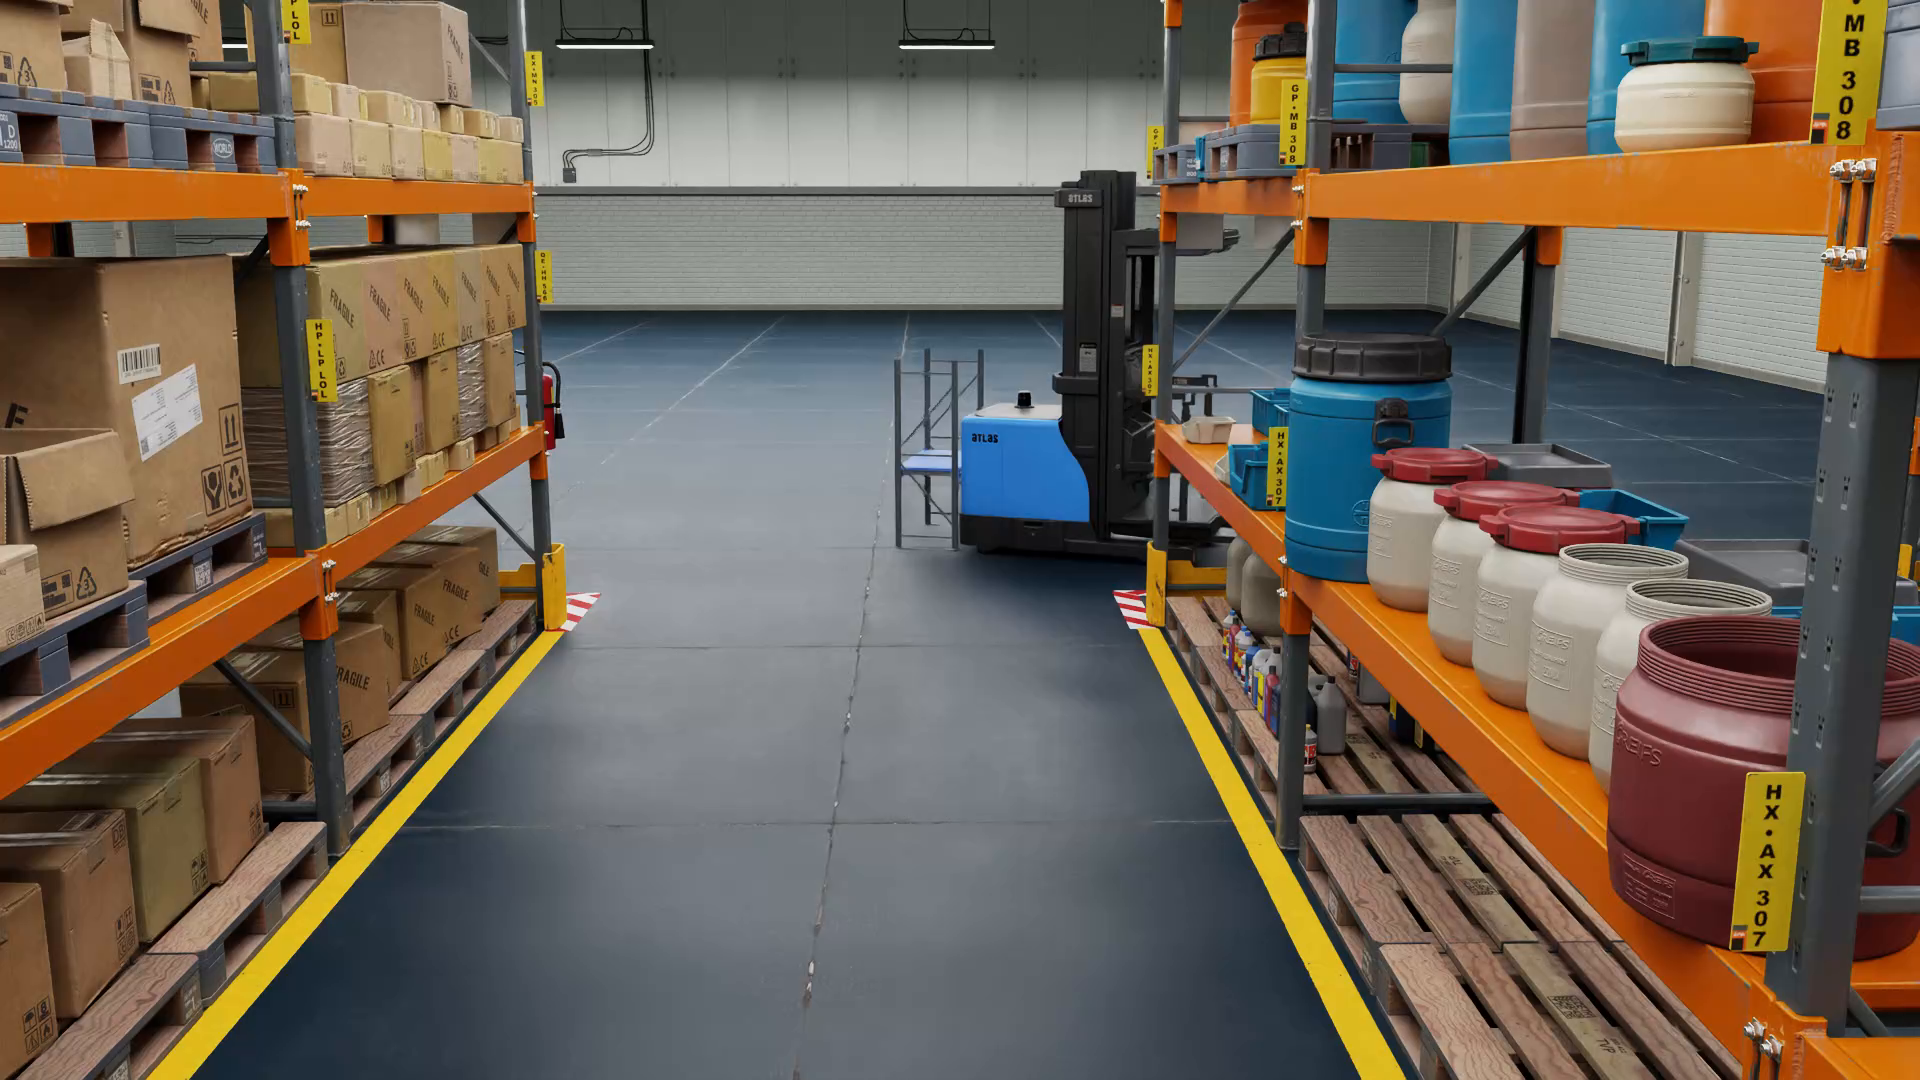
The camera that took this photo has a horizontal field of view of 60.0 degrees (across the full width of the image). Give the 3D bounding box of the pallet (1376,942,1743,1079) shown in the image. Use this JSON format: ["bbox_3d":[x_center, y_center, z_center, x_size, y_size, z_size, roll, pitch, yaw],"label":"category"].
[{"bbox_3d":[1.941,1.603,5.128,1.003,0.211,1.213,0,11,-1],"label":"pallet"}]

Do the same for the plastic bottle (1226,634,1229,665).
[{"bbox_3d":[1.503,0.580,9.088,0.097,0.201,0.097,0,11,0],"label":"plastic bottle"}]

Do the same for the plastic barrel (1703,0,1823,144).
[{"bbox_3d":[2.127,-1.343,4.008,0.600,0.830,0.708,0,11,-1],"label":"plastic barrel"}]

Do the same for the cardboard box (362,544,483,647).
[{"bbox_3d":[-3.134,0.324,9.647,0.500,0.500,0.500,3,12,14],"label":"cardboard box"}]

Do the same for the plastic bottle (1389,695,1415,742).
[{"bbox_3d":[2.112,0.758,7.834,0.144,0.351,0.185,0,11,-1],"label":"plastic bottle"}]

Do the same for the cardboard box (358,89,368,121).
[{"bbox_3d":[-2.899,-1.956,7.485,0.380,0.149,0.250,0,11,1],"label":"cardboard box"}]

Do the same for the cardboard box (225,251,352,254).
[{"bbox_3d":[-3.407,-1.214,8.484,0.500,0.500,0.500,0,11,-1],"label":"cardboard box"}]

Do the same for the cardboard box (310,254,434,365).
[{"bbox_3d":[-2.871,-1.117,8.005,0.500,0.500,0.500,0,11,-1],"label":"cardboard box"}]

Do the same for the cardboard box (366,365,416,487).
[{"bbox_3d":[-3.017,-0.527,7.611,0.875,0.500,0.500,0,11,-1],"label":"cardboard box"}]

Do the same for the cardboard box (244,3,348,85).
[{"bbox_3d":[-3.416,-2.551,8.789,0.500,0.500,0.500,0,11,-1],"label":"cardboard box"}]

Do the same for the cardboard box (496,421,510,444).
[{"bbox_3d":[-2.903,-0.660,9.898,0.380,0.149,0.250,0,11,-1],"label":"cardboard box"}]

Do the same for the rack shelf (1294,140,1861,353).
[{"bbox_3d":[1.899,-0.883,4.632,1.077,0.370,4.000,0,11,-1],"label":"rack shelf"}]

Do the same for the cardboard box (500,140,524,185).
[{"bbox_3d":[-2.913,-2.239,9.886,0.500,0.250,0.500,0,11,0],"label":"cardboard box"}]

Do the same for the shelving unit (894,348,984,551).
[{"bbox_3d":[-0.158,-0.759,13.528,0.538,1.500,1.048,2,12,12],"label":"shelving unit"}]

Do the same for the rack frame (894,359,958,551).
[{"bbox_3d":[-0.264,-0.660,13.041,0.500,1.500,0.032,2,12,12],"label":"rack frame"}]

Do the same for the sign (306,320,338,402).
[{"bbox_3d":[-2.539,-0.713,6.617,0.100,0.325,0.005,0,11,-1],"label":"sign"}]

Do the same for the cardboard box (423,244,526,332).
[{"bbox_3d":[-2.918,-1.514,9.964,0.500,0.500,0.500,0,11,-1],"label":"cardboard box"}]

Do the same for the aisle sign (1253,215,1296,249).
[{"bbox_3d":[2.070,-2.248,10.555,0.394,0.787,0.004,0,11,-1],"label":"aisle sign"}]

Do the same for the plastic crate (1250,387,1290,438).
[{"bbox_3d":[2.084,-0.787,10.268,0.499,0.251,0.616,0,11,-1],"label":"plastic crate"}]

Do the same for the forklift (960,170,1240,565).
[{"bbox_3d":[1.572,-1.338,12.784,3.031,2.935,1.130,4,12,18],"label":"forklift"}]

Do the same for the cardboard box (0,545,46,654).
[{"bbox_3d":[-2.816,0.186,4.418,0.500,0.250,0.500,-1,11,-3],"label":"cardboard box"}]

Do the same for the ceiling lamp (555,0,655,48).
[{"bbox_3d":[-7.337,-11.780,34.309,2.000,3.185,0.800,0,11,-1],"label":"ceiling lamp"}]

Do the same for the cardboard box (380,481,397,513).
[{"bbox_3d":[-2.838,-0.212,7.694,0.380,0.149,0.250,0,11,-1],"label":"cardboard box"}]

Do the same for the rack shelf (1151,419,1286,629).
[{"bbox_3d":[1.816,-0.208,8.849,1.077,0.370,4.000,0,11,-1],"label":"rack shelf"}]

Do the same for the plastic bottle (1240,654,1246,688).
[{"bbox_3d":[1.512,0.667,8.658,0.097,0.201,0.097,0,11,0],"label":"plastic bottle"}]

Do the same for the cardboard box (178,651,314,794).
[{"bbox_3d":[-3.063,0.797,7.317,0.500,0.500,0.500,-1,11,-3],"label":"cardboard box"}]

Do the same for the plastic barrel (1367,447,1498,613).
[{"bbox_3d":[1.658,-0.038,5.863,0.433,0.535,0.433,0,11,0],"label":"plastic barrel"}]

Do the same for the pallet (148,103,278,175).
[{"bbox_3d":[-3.188,-1.397,5.831,1.213,0.211,1.003,0,11,-1],"label":"pallet"}]

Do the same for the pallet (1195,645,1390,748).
[{"bbox_3d":[1.857,0.827,8.952,1.003,0.211,1.213,0,11,-1],"label":"pallet"}]

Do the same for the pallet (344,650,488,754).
[{"bbox_3d":[-3.172,0.848,8.851,1.003,0.211,1.213,0,11,-1],"label":"pallet"}]

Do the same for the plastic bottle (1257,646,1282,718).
[{"bbox_3d":[1.546,0.690,8.167,0.144,0.351,0.185,0,11,-2],"label":"plastic bottle"}]

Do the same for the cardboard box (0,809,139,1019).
[{"bbox_3d":[-3.100,1.195,5.305,0.700,0.500,0.500,-1,12,-6],"label":"cardboard box"}]

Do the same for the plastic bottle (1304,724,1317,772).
[{"bbox_3d":[1.539,0.922,7.402,0.097,0.201,0.097,0,11,0],"label":"plastic bottle"}]

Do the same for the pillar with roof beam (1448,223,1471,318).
[{"bbox_3d":[7.635,-9.749,38.981,9.100,9.000,0.548,0,11,-1],"label":"pillar with roof beam"}]

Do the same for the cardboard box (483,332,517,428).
[{"bbox_3d":[-3.063,-0.924,9.571,0.875,0.500,0.500,0,11,-1],"label":"cardboard box"}]

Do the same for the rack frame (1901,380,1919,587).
[{"bbox_3d":[6.727,-0.978,10.834,1.000,3.000,0.127,0,11,-1],"label":"rack frame"}]

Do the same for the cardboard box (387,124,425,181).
[{"bbox_3d":[-2.863,-1.834,7.886,0.500,0.250,0.500,-1,11,-3],"label":"cardboard box"}]

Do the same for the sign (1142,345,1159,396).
[{"bbox_3d":[1.225,-1.092,10.703,0.100,0.325,0.005,0,11,-1],"label":"sign"}]

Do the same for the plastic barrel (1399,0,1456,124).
[{"bbox_3d":[2.045,-1.980,6.893,0.421,0.512,0.421,0,11,0],"label":"plastic barrel"}]

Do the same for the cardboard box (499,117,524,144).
[{"bbox_3d":[-2.859,-2.476,10.048,0.380,0.149,0.250,0,11,-1],"label":"cardboard box"}]

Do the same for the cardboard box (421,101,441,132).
[{"bbox_3d":[-2.880,-2.162,8.504,0.380,0.149,0.250,-1,11,-4],"label":"cardboard box"}]

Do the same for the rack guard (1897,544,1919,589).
[{"bbox_3d":[6.727,0.243,11.106,1.175,0.500,0.348,0,11,-1],"label":"rack guard"}]

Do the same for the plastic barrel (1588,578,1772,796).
[{"bbox_3d":[1.705,0.374,3.891,0.421,0.512,0.421,0,11,0],"label":"plastic barrel"}]

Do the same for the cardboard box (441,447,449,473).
[{"bbox_3d":[-2.893,-0.411,8.673,0.380,0.149,0.250,0,11,-1],"label":"cardboard box"}]

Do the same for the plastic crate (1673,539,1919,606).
[{"bbox_3d":[2.213,0.278,4.482,0.402,0.464,0.583,0,11,-1],"label":"plastic crate"}]

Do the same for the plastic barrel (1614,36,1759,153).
[{"bbox_3d":[1.681,-1.022,3.856,0.301,0.262,0.301,0,11,0],"label":"plastic barrel"}]

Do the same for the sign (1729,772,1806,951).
[{"bbox_3d":[1.390,0.556,2.864,0.100,0.325,0.005,0,11,-1],"label":"sign"}]

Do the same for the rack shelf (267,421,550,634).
[{"bbox_3d":[-3.136,-0.188,8.749,1.077,0.370,4.000,0,11,-1],"label":"rack shelf"}]

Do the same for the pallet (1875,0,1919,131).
[{"bbox_3d":[1.858,-0.593,1.868,1.003,0.211,1.213,0,11,-1],"label":"pallet"}]

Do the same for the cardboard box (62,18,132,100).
[{"bbox_3d":[-2.975,-1.566,5.472,0.396,0.266,0.258,0,11,1],"label":"cardboard box"}]
